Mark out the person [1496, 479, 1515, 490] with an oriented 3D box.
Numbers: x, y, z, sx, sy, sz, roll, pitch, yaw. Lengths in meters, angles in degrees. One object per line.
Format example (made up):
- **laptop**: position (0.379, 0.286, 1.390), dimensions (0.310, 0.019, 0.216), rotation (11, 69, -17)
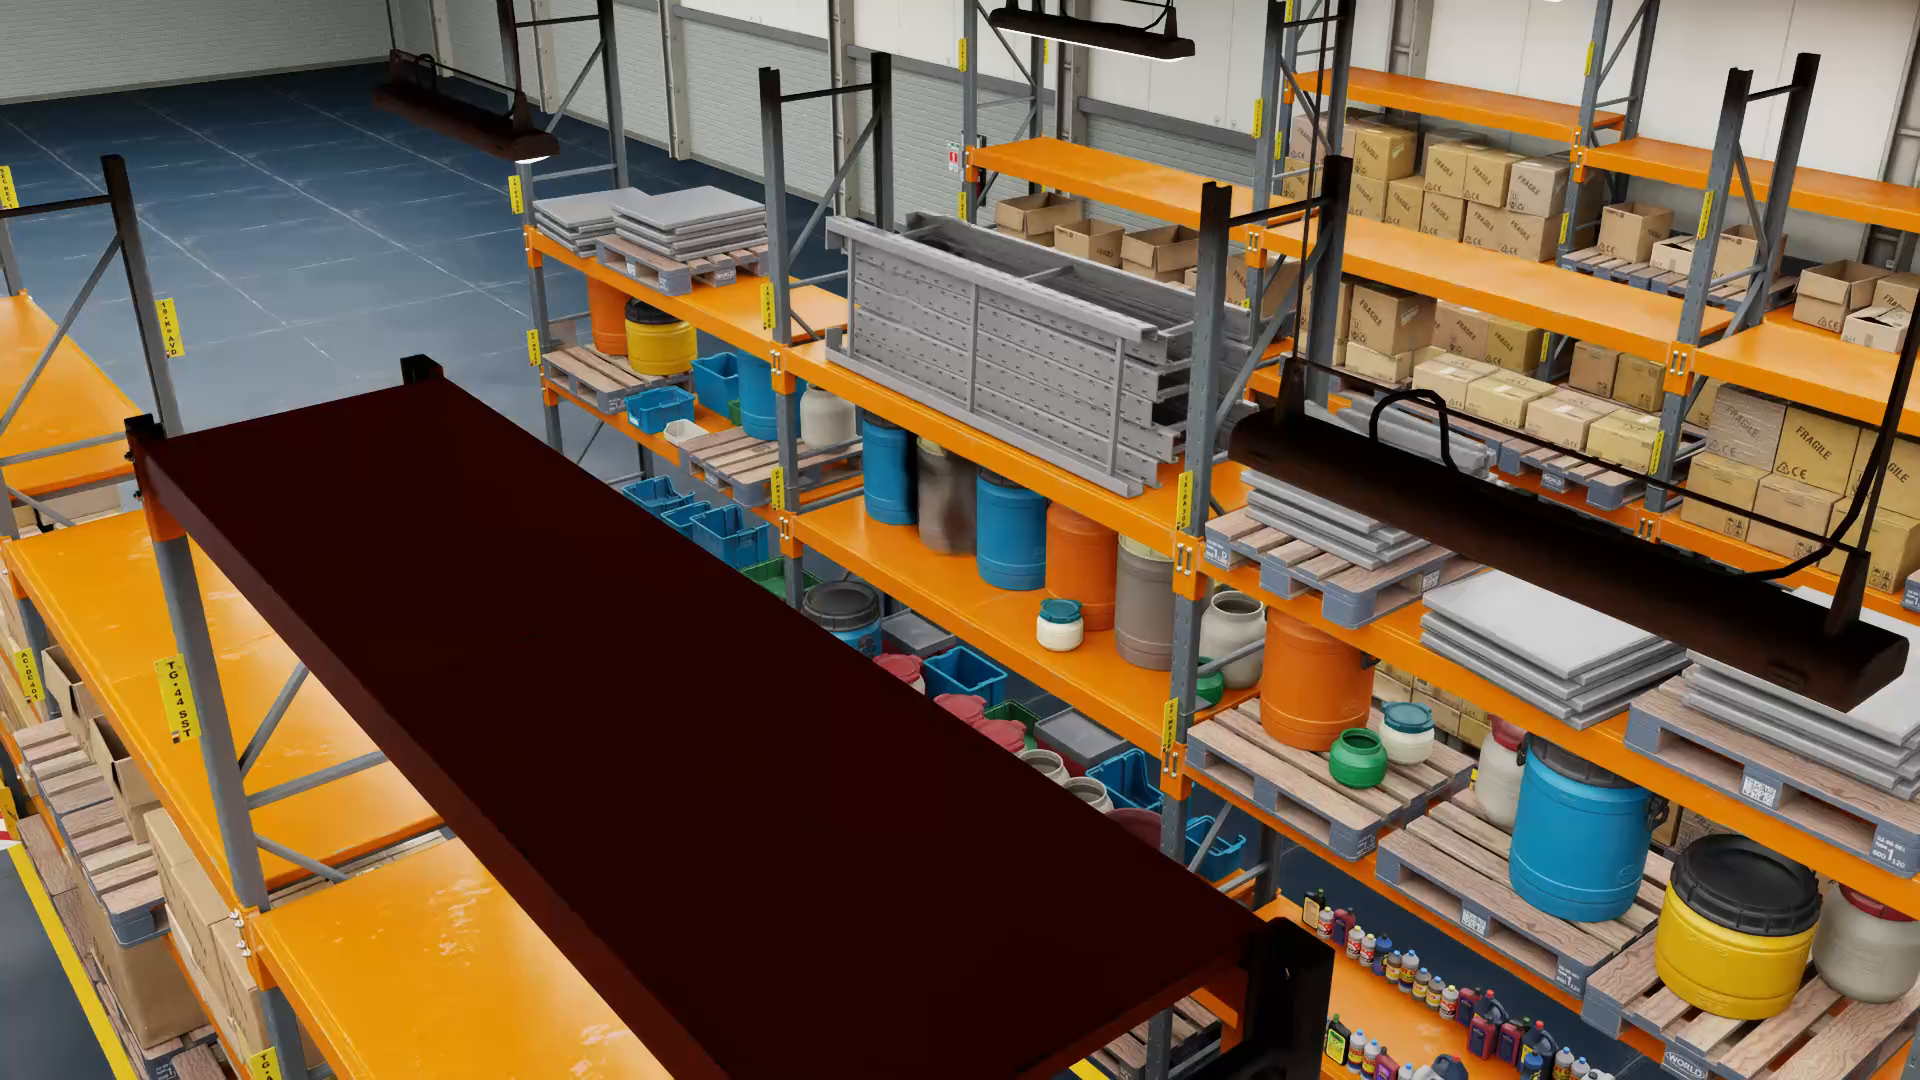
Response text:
- **person**: position (5.229, -0.265, 16.795), dimensions (0.720, 1.799, 0.642), rotation (18, 31, 32)
